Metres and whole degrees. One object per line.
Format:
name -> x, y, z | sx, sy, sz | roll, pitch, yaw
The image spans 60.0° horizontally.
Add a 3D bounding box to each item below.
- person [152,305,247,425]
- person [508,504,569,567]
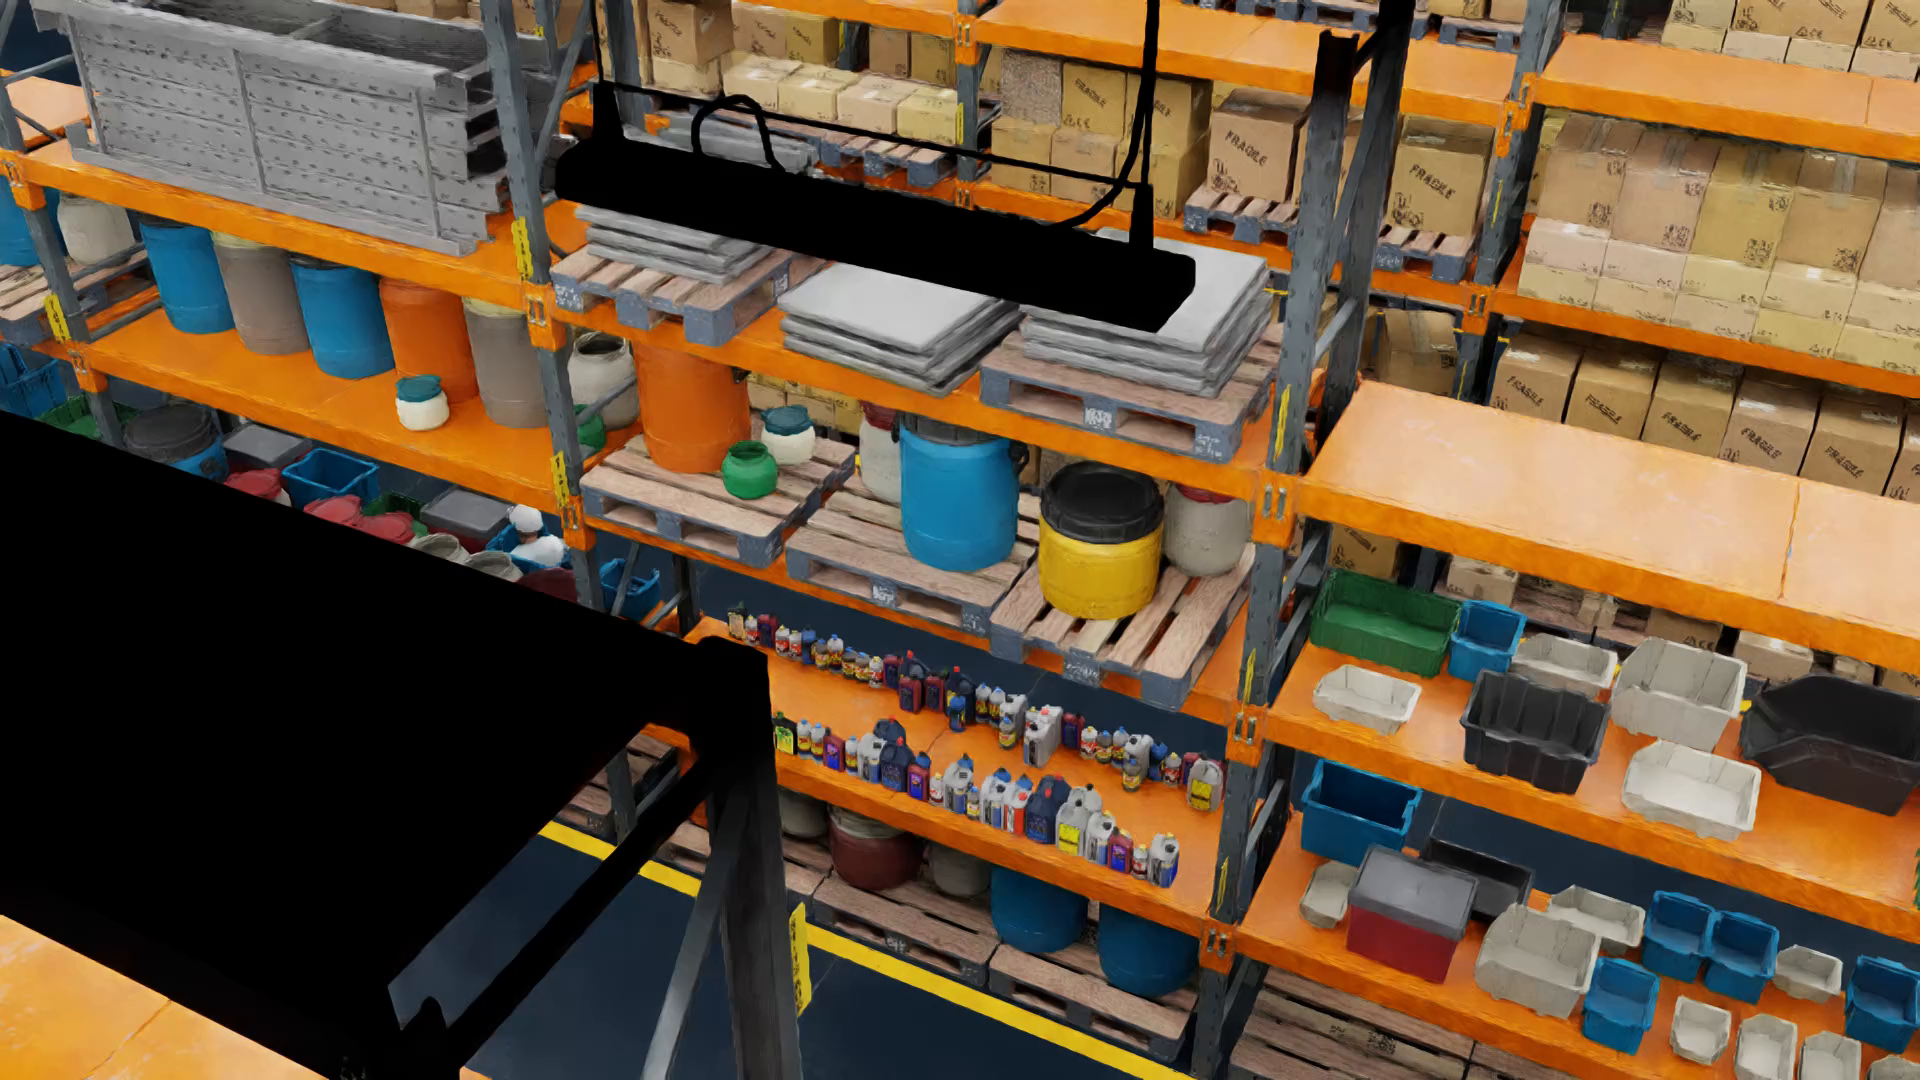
person -> -6.757, -1.458, 14.544 | 0.990, 1.590, 0.490 | 11, 37, 15
person -> -2.853, 0.520, 11.485 | 0.595, 1.756, 0.990 | -27, 43, -33
